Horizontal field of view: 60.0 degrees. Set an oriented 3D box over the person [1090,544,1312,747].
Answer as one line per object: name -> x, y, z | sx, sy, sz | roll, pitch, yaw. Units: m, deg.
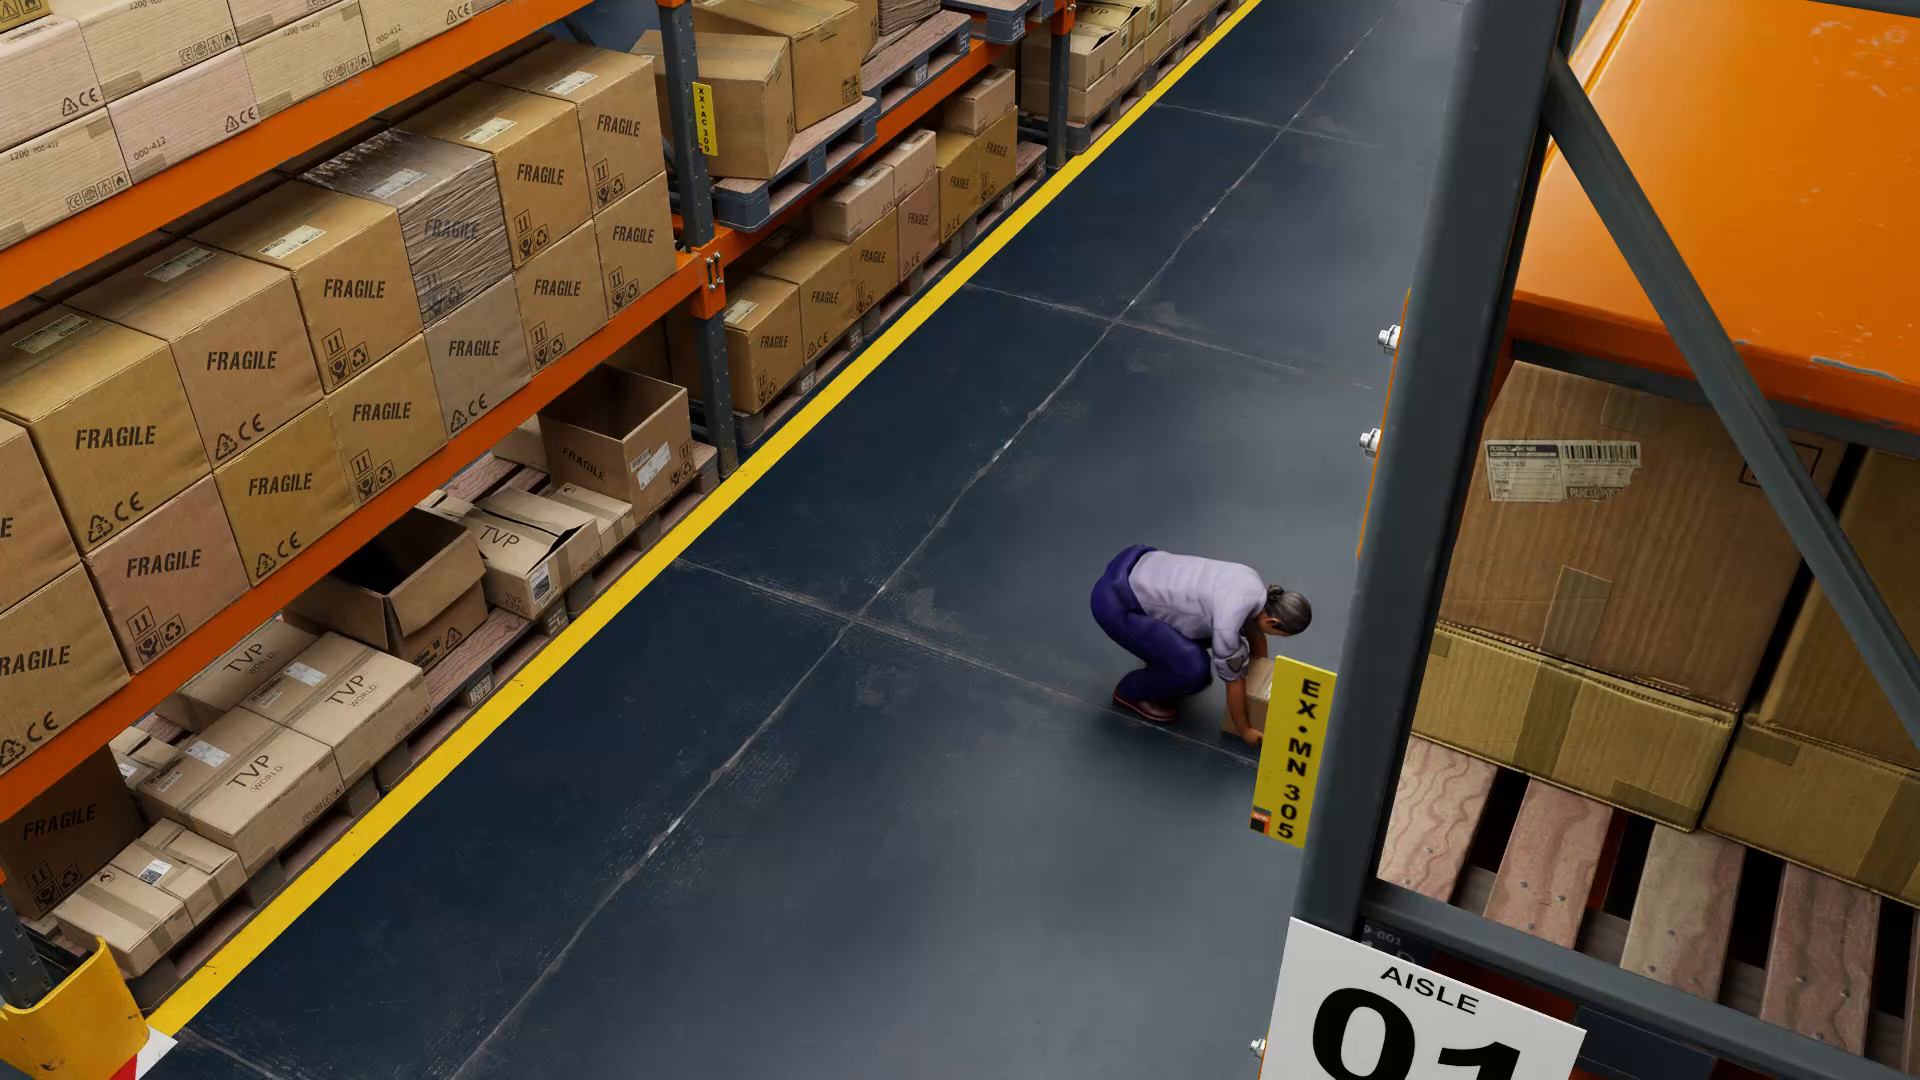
person -> 0.999, 0.414, 6.993 | 0.899, 0.741, 0.498 | 17, 41, 20
